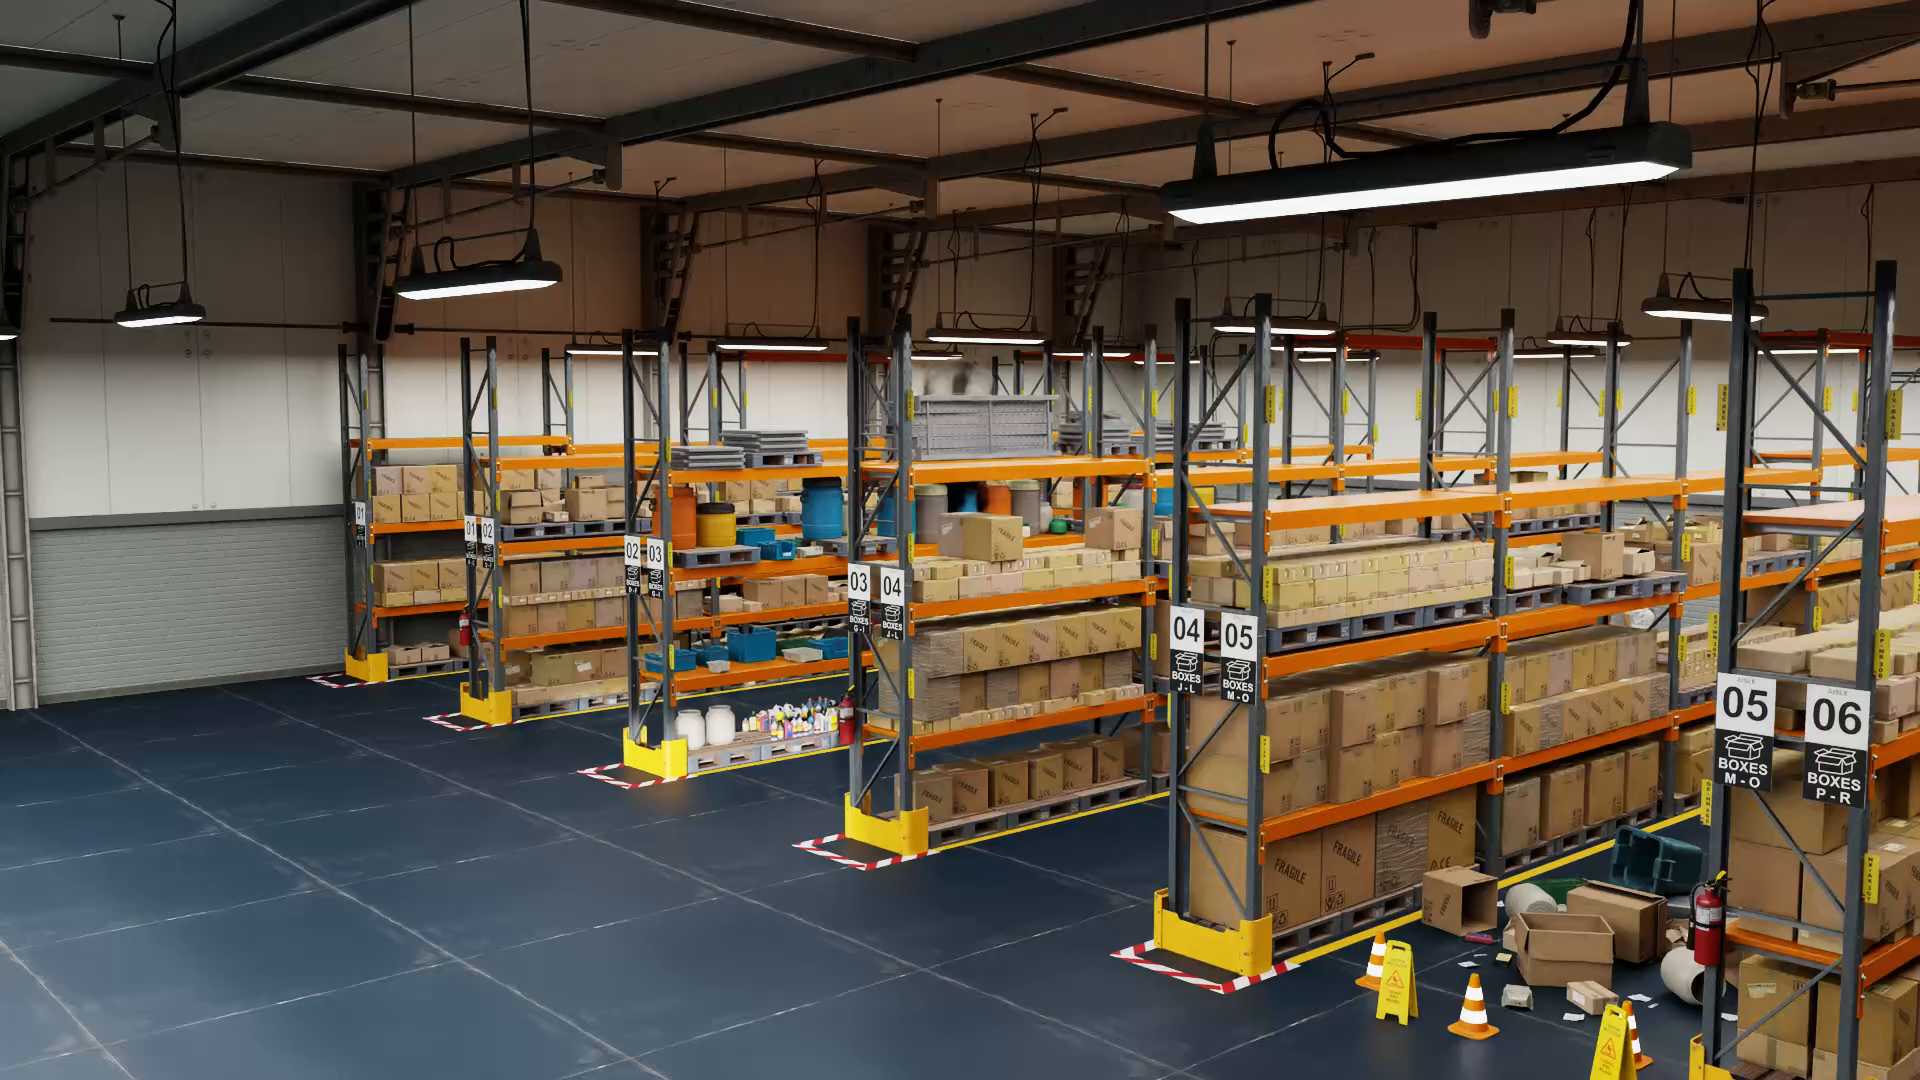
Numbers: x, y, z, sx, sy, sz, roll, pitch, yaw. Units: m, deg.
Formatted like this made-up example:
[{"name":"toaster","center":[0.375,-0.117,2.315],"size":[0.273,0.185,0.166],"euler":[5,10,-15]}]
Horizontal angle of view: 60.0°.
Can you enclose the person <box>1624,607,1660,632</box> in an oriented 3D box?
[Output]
[{"name":"person","center":[12.162,1.707,29.670],"size":[0.694,1.660,0.601],"euler":[-4,7,-40]}]
